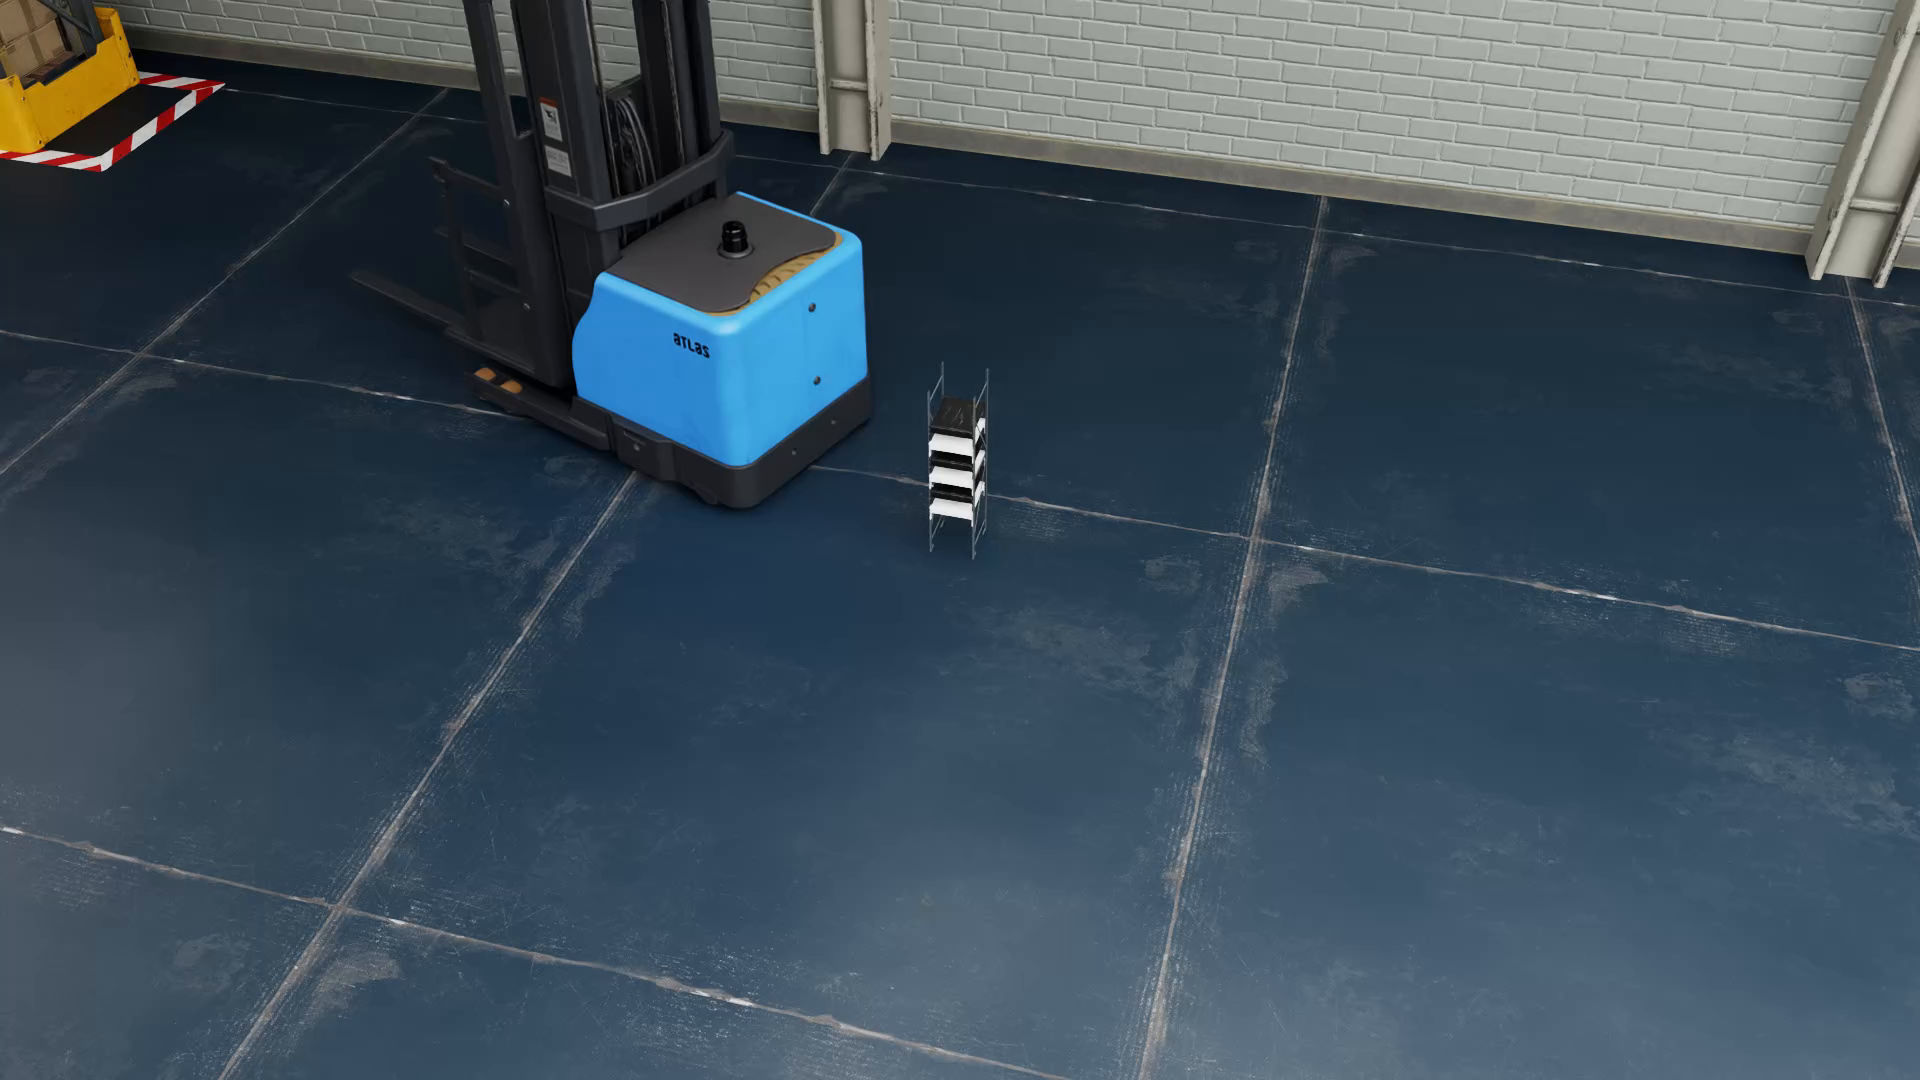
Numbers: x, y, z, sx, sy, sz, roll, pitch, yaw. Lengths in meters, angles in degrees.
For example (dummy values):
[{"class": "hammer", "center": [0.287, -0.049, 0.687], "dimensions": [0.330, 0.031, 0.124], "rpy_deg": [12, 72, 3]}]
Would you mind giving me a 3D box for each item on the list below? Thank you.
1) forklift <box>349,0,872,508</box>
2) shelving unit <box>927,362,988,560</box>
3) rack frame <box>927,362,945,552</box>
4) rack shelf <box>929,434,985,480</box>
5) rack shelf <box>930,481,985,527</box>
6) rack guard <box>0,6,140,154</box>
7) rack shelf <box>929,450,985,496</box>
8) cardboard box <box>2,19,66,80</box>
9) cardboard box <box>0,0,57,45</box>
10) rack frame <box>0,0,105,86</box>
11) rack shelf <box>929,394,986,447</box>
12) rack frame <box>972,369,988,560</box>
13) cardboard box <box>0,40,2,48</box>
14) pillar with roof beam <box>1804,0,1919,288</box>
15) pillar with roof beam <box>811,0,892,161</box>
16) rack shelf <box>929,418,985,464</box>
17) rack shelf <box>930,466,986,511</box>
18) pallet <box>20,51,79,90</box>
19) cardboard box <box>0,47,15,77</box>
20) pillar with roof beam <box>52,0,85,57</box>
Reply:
[{"class": "forklift", "center": [-1.942, -2.026, 7.908], "dimensions": [3.031, 2.935, 1.130], "rpy_deg": [24, 46, 26]}, {"class": "shelving unit", "center": [-0.008, -0.346, 7.487], "dimensions": [0.210, 0.900, 0.258], "rpy_deg": [10, 41, 11]}, {"class": "rack frame", "center": [-0.106, -0.363, 7.507], "dimensions": [0.006, 0.900, 0.240], "rpy_deg": [10, 41, 11]}, {"class": "rack shelf", "center": [-0.008, -0.389, 7.450], "dimensions": [0.200, 0.077, 0.258], "rpy_deg": [10, 41, 11]}, {"class": "rack shelf", "center": [-0.008, -0.183, 7.624], "dimensions": [0.200, 0.077, 0.258], "rpy_deg": [10, 41, 11]}, {"class": "rack guard", "center": [-6.008, -3.072, 11.043], "dimensions": [0.348, 0.500, 1.175], "rpy_deg": [10, 41, 11]}, {"class": "rack shelf", "center": [-0.008, -0.320, 7.508], "dimensions": [0.200, 0.077, 0.258], "rpy_deg": [10, 41, 11]}, {"class": "cardboard box", "center": [-6.455, -3.344, 11.235], "dimensions": [0.500, 0.250, 0.500], "rpy_deg": [10, 41, 12]}, {"class": "cardboard box", "center": [-6.431, -3.540, 11.079], "dimensions": [0.500, 0.250, 0.500], "rpy_deg": [10, 41, 12]}, {"class": "rack frame", "center": [-6.031, -4.033, 10.244], "dimensions": [0.127, 3.000, 1.000], "rpy_deg": [10, 41, 11]}, {"class": "rack shelf", "center": [-0.008, -0.527, 7.335], "dimensions": [0.200, 0.077, 0.258], "rpy_deg": [10, 41, 11]}, {"class": "rack frame", "center": [0.090, -0.329, 7.467], "dimensions": [0.006, 0.900, 0.240], "rpy_deg": [10, 41, 11]}, {"class": "cardboard box", "center": [-6.582, -3.219, 10.698], "dimensions": [0.500, 0.250, 0.500], "rpy_deg": [9, 41, 11]}, {"class": "pillar with roof beam", "center": [4.009, -2.337, 3.560], "dimensions": [0.400, 9.000, 9.100], "rpy_deg": [10, 41, 11]}, {"class": "pillar with roof beam", "center": [-1.787, -3.334, 4.747], "dimensions": [0.400, 9.000, 9.100], "rpy_deg": [10, 41, 11]}, {"class": "rack shelf", "center": [-0.008, -0.458, 7.392], "dimensions": [0.200, 0.077, 0.258], "rpy_deg": [10, 41, 11]}, {"class": "rack shelf", "center": [-0.008, -0.252, 7.566], "dimensions": [0.200, 0.077, 0.258], "rpy_deg": [10, 41, 11]}, {"class": "pallet", "center": [-6.780, -3.066, 11.261], "dimensions": [1.213, 0.211, 1.003], "rpy_deg": [10, 41, 11]}, {"class": "cardboard box", "center": [-6.566, -3.023, 10.853], "dimensions": [0.500, 0.250, 0.500], "rpy_deg": [10, 41, 12]}, {"class": "pillar with roof beam", "center": [-7.583, -4.331, 5.935], "dimensions": [0.400, 9.000, 9.100], "rpy_deg": [10, 41, 11]}]
